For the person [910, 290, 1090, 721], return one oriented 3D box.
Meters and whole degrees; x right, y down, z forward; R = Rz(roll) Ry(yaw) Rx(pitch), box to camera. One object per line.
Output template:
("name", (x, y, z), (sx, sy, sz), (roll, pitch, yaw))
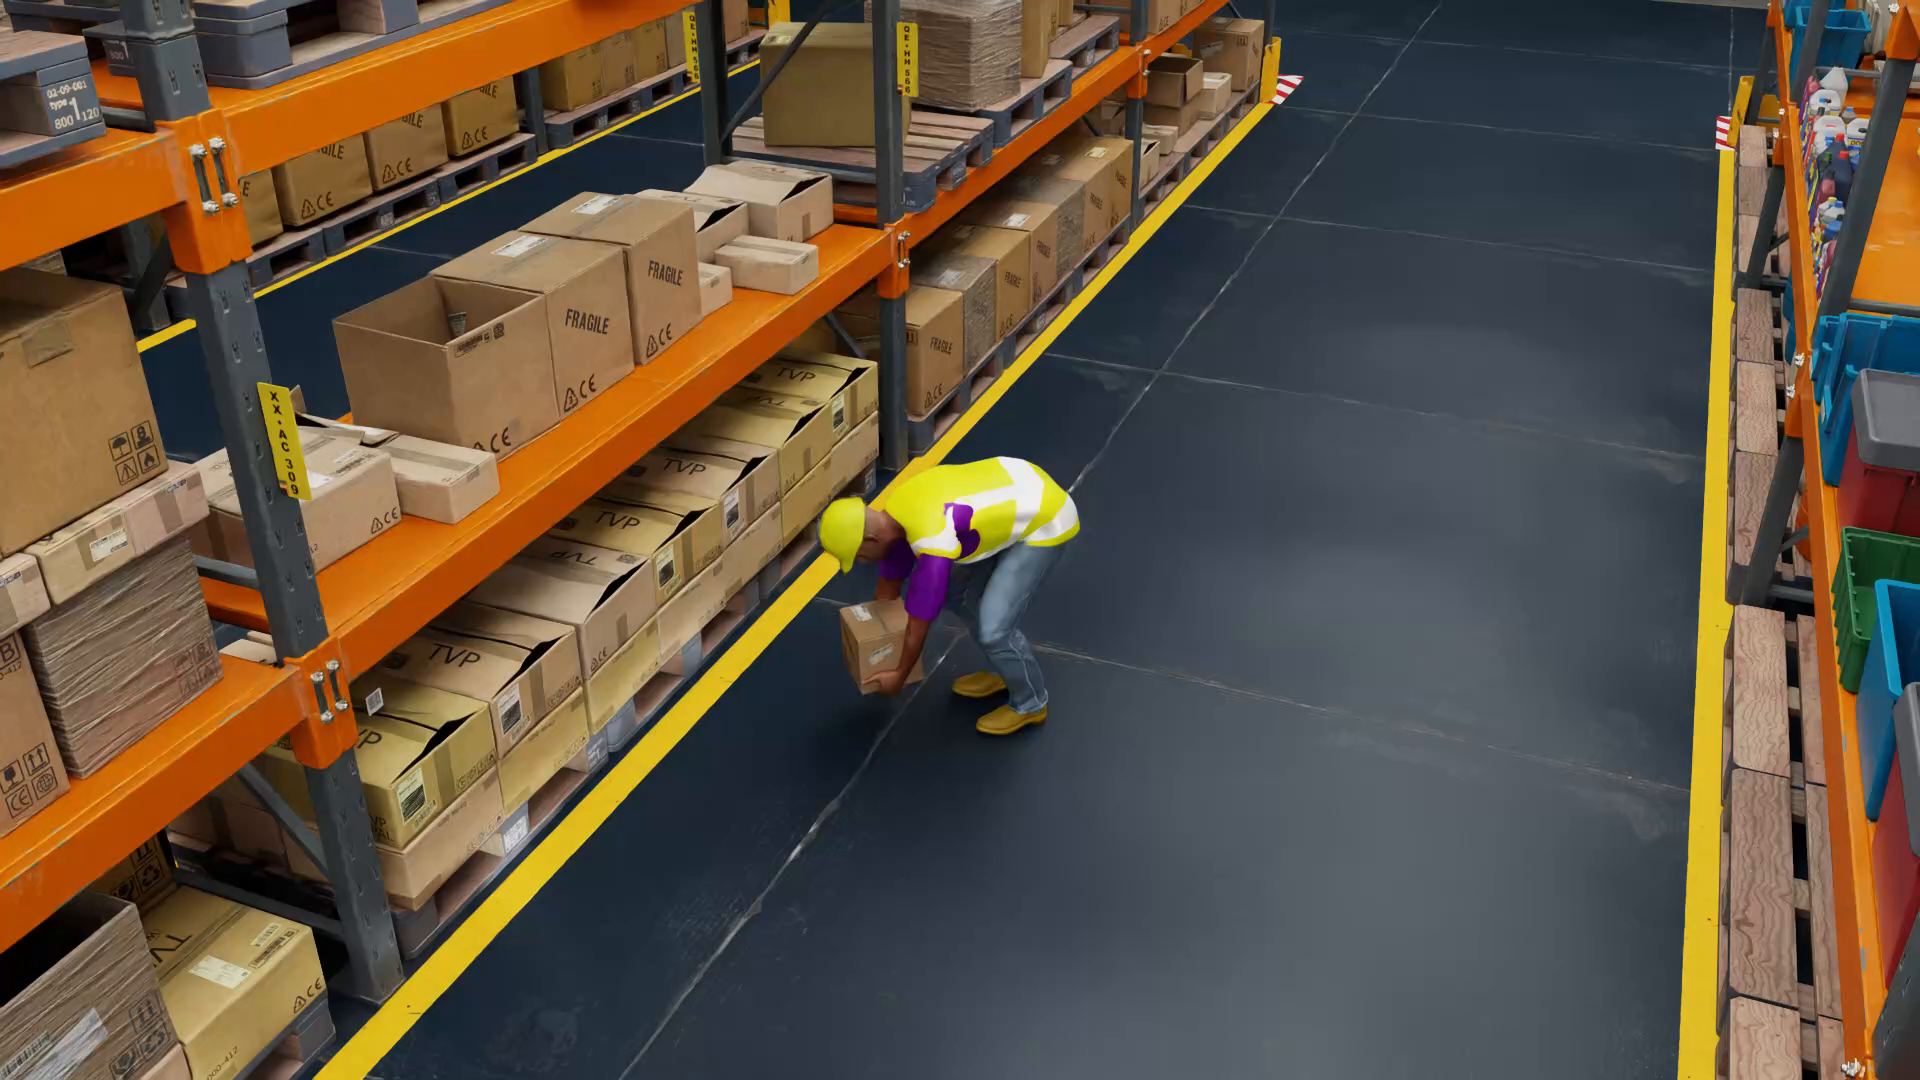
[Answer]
("person", (0.153, -0.107, 6.275), (0.576, 1.767, 0.630), (-10, 31, -17))
